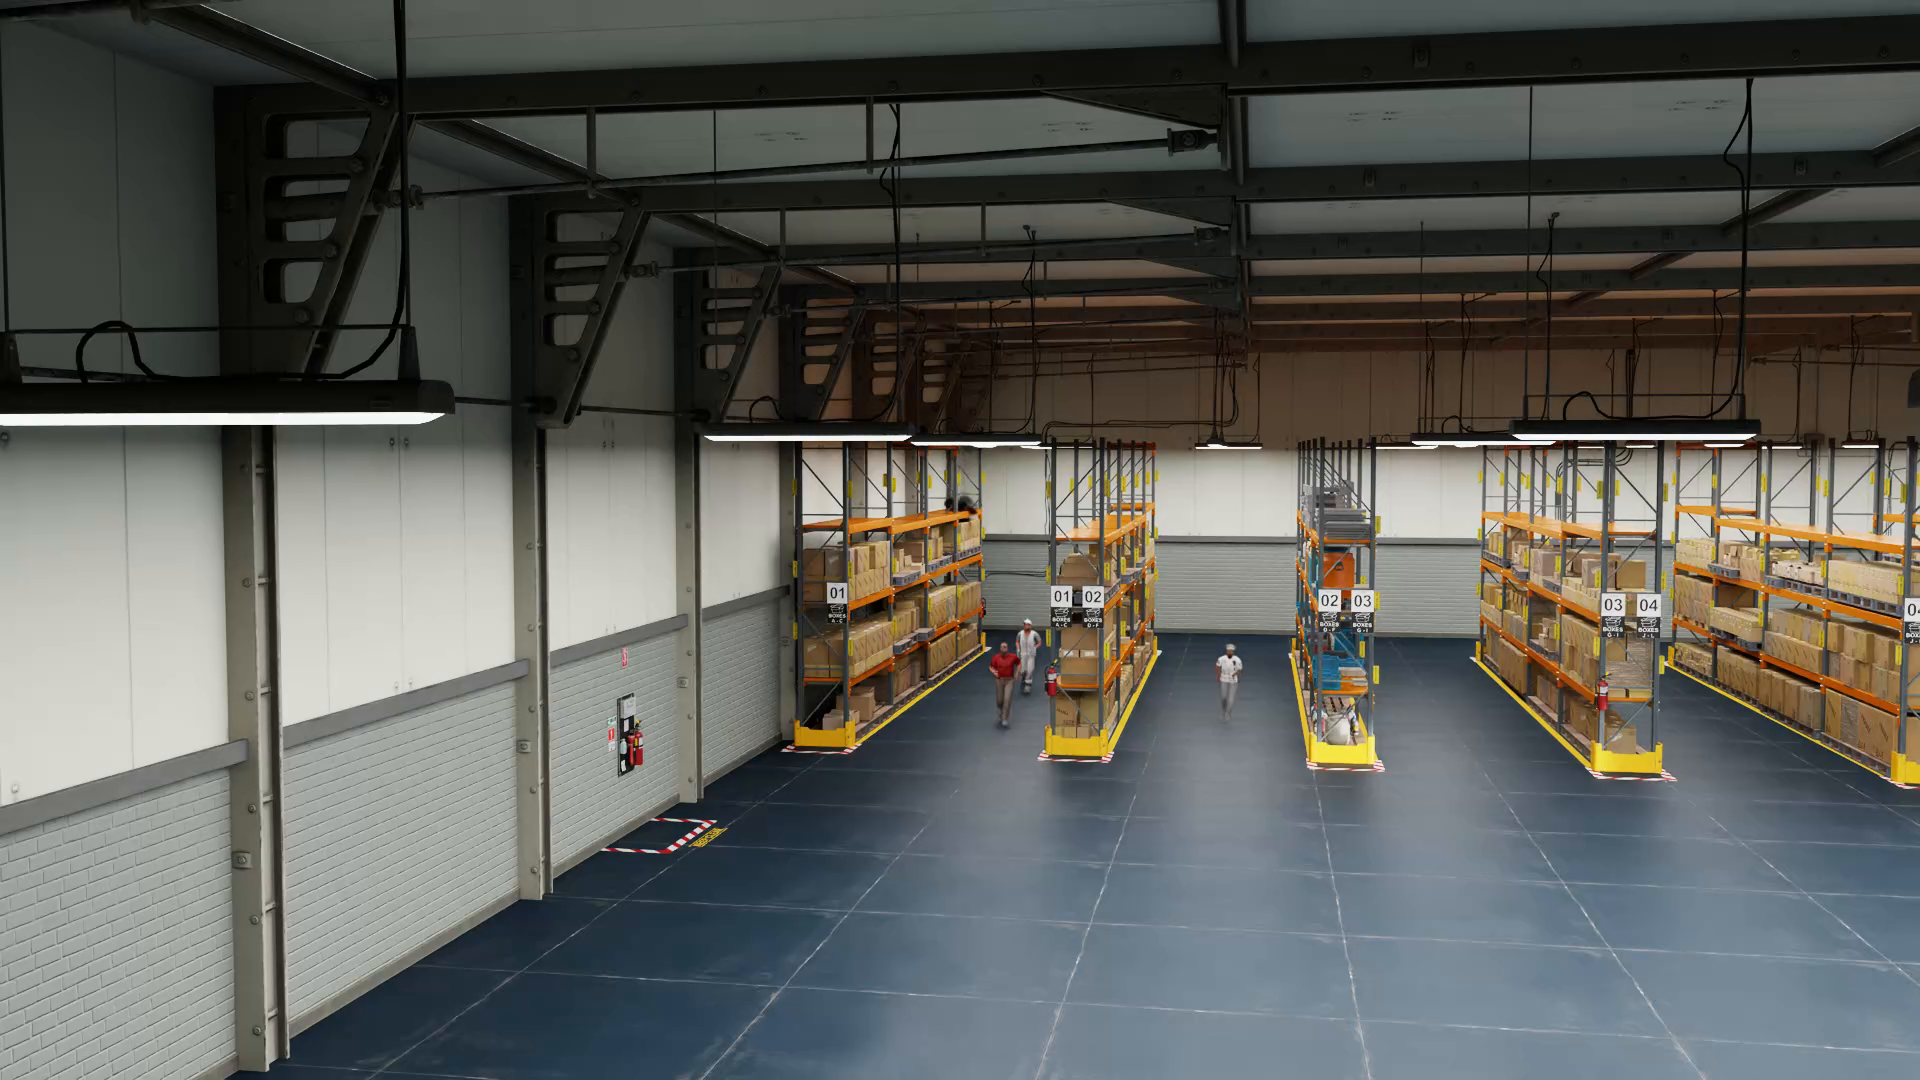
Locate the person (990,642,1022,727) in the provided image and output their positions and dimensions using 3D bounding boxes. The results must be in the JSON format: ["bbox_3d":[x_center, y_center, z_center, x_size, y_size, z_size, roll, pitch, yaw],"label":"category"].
[{"bbox_3d":[0.962,3.018,35.124,0.672,1.734,0.918,0,3,9],"label":"person"}]

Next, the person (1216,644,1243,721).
[{"bbox_3d":[5.703,3.016,35.225,0.571,1.652,0.650,0,3,8],"label":"person"}]

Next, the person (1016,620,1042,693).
[{"bbox_3d":[1.610,2.760,39.446,0.636,1.749,0.605,1,3,12],"label":"person"}]
